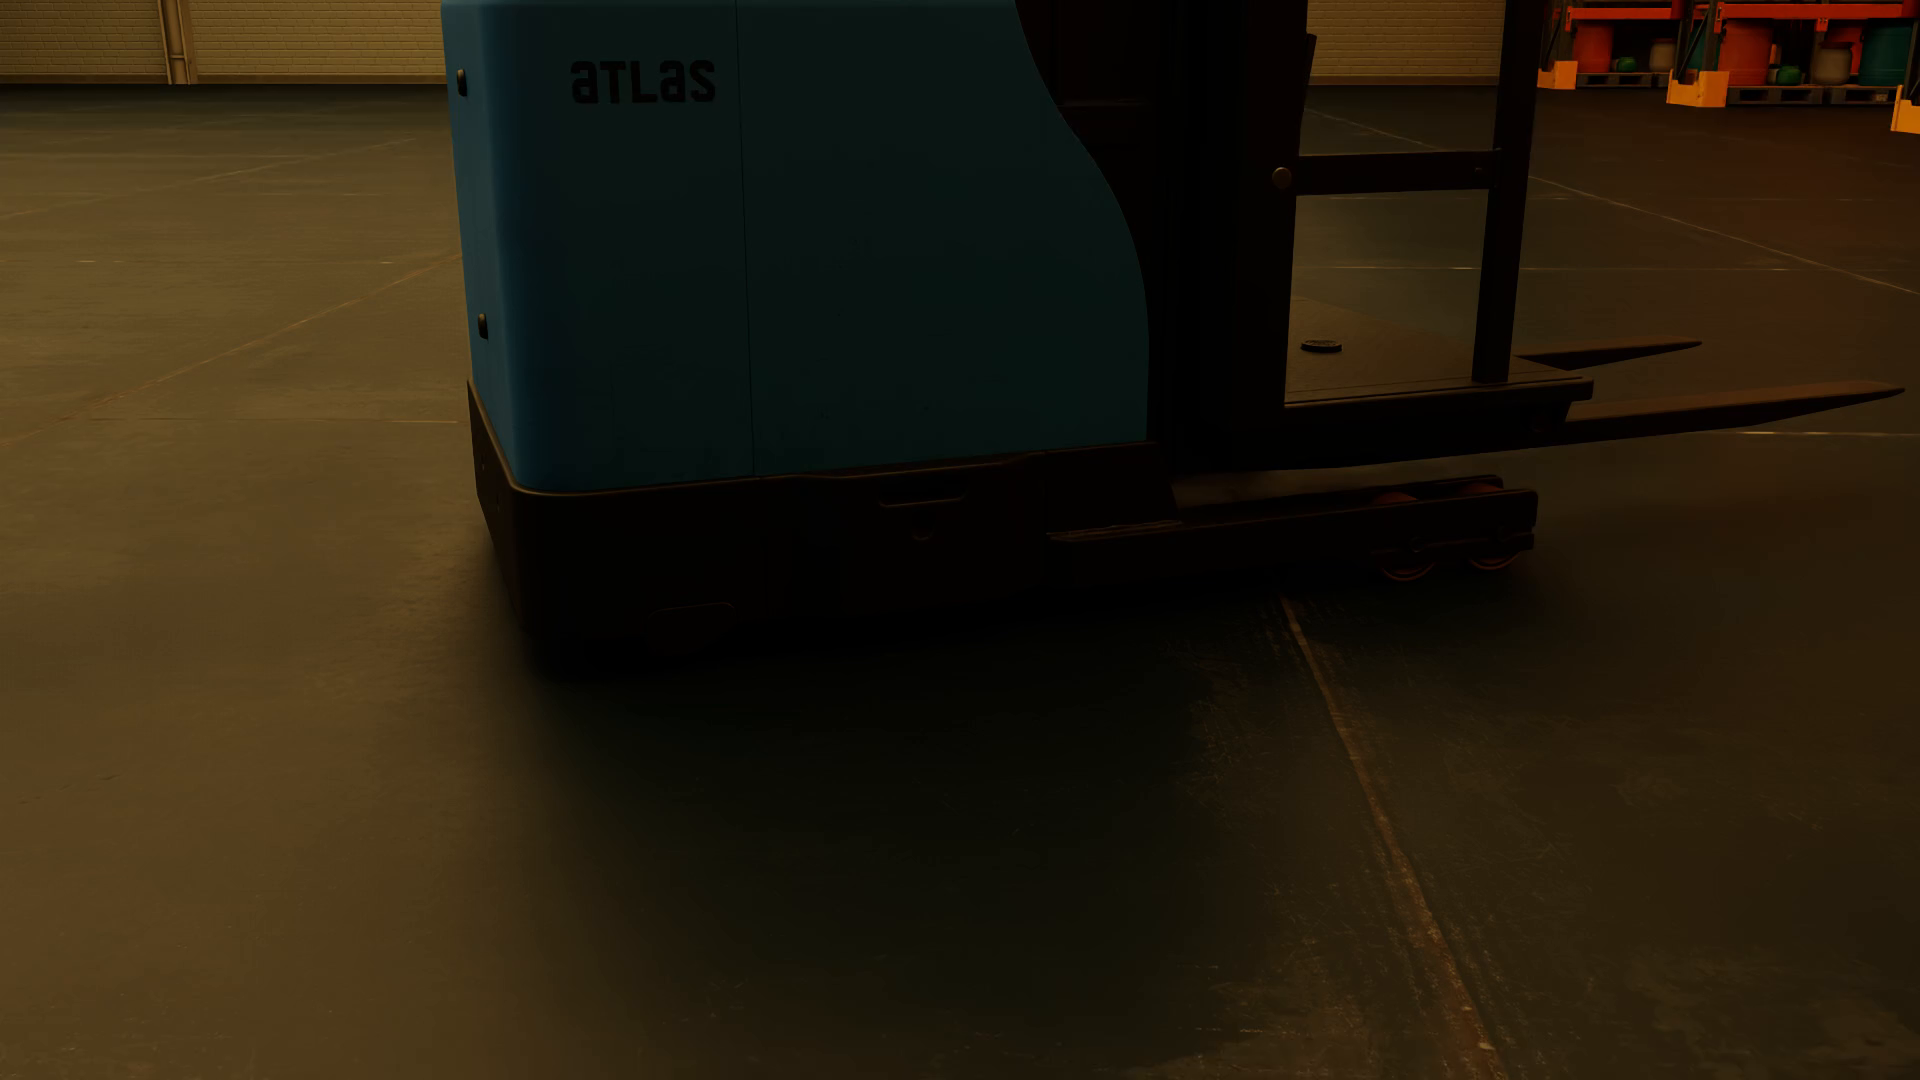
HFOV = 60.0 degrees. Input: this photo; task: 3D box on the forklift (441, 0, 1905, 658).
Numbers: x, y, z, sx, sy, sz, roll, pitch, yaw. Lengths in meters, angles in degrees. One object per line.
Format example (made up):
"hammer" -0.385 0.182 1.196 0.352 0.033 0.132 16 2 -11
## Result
"forklift" 0.571 -1.462 3.137 3.031 2.935 1.130 -6 18 -19
